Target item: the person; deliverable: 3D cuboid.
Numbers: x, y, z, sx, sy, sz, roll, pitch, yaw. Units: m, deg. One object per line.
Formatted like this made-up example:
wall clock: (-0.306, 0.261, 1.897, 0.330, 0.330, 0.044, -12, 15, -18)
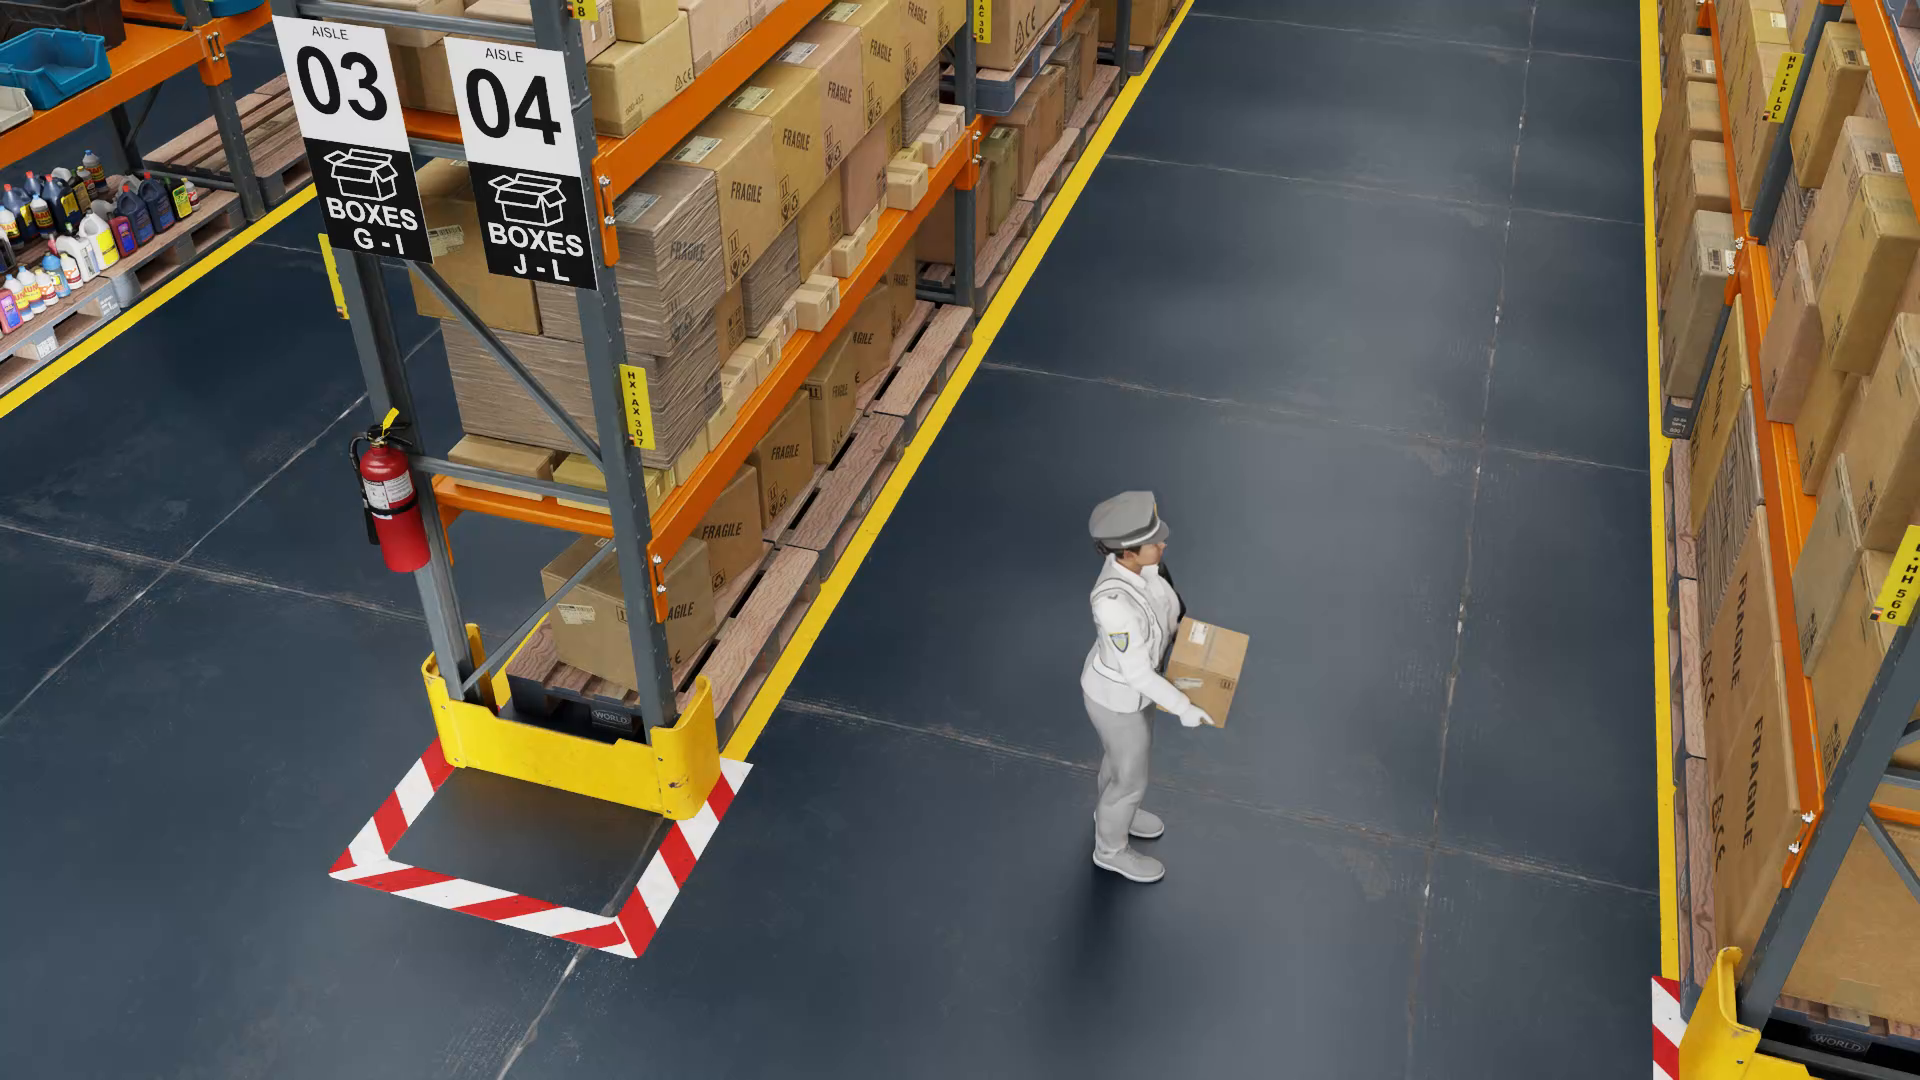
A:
person: (0.697, 0.561, 6.135, 0.523, 1.691, 0.453, 11, 39, 14)
